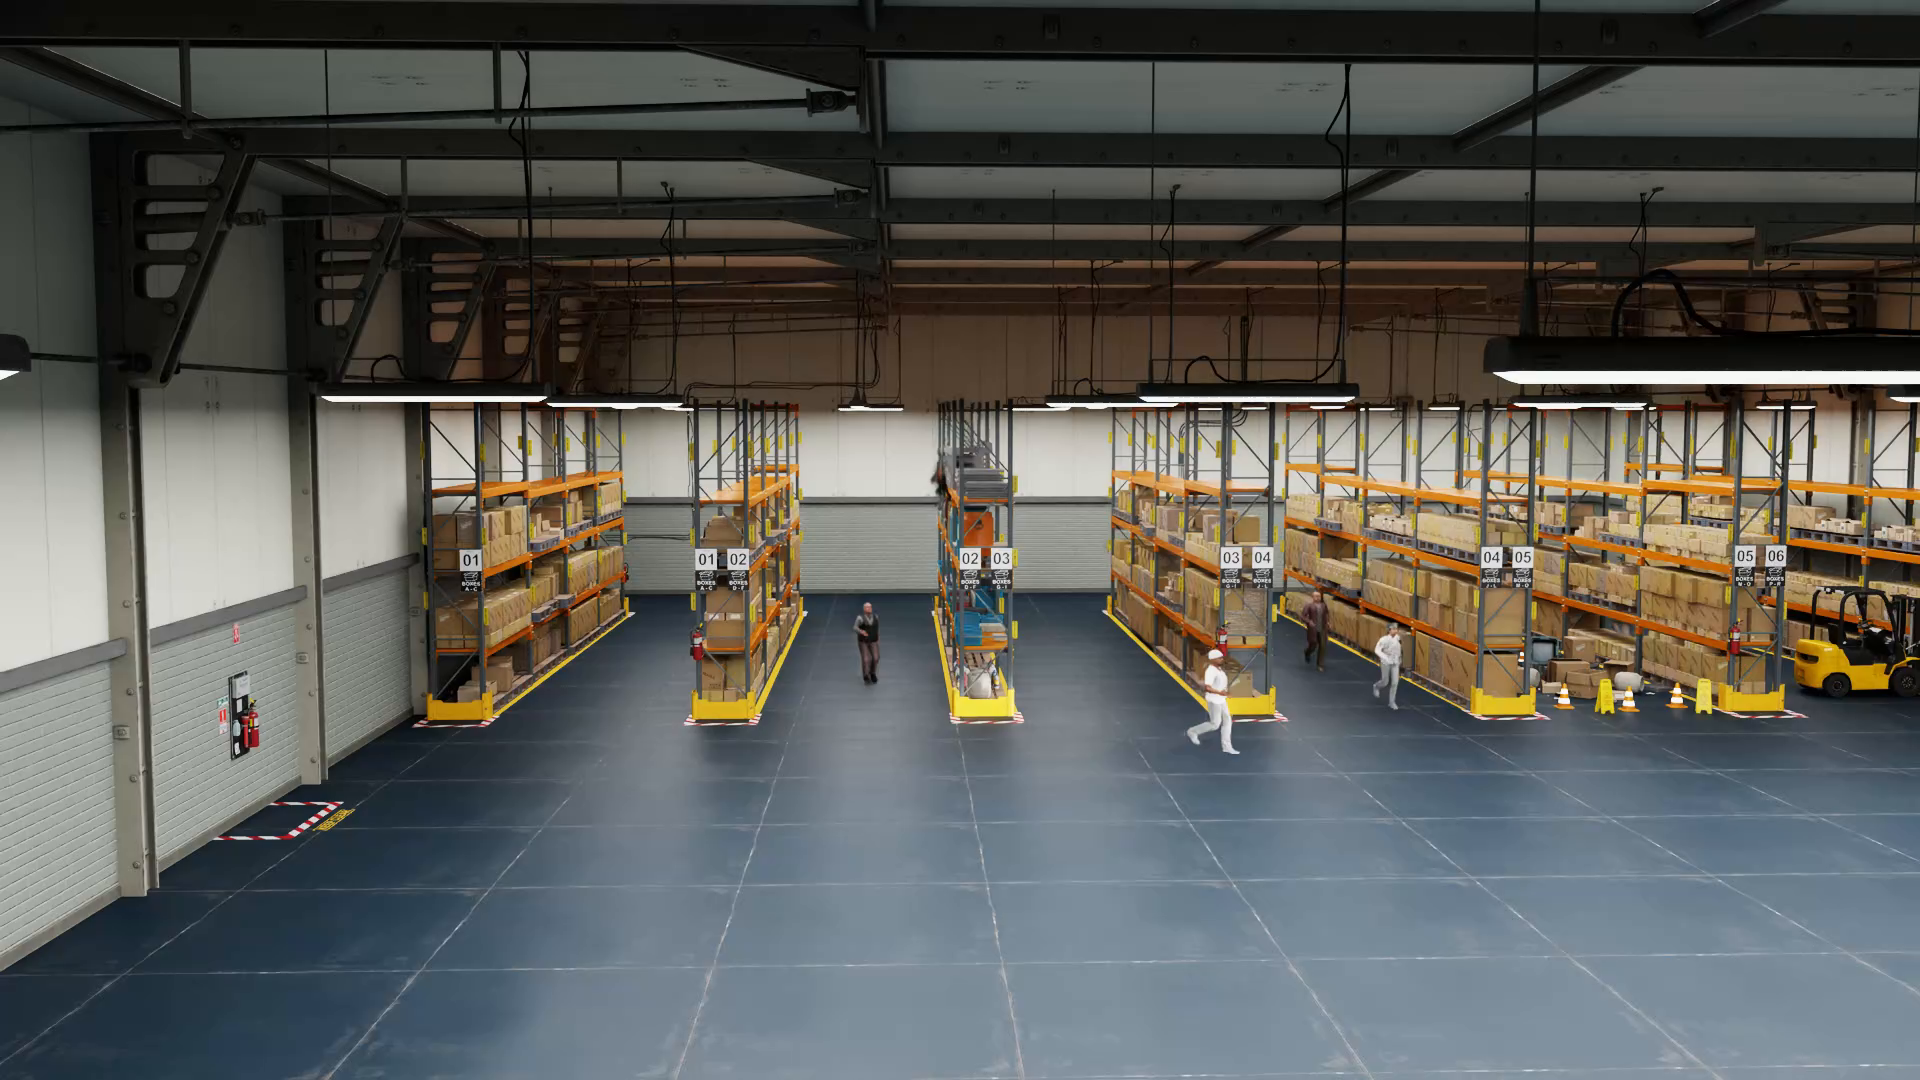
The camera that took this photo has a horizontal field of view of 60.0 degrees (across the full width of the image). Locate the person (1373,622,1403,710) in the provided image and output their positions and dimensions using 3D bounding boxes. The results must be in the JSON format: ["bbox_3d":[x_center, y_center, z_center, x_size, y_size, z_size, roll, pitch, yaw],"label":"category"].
[{"bbox_3d":[8.398,2.427,32.578,0.641,1.684,0.866,-2,5,-19],"label":"person"}]

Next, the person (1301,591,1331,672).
[{"bbox_3d":[7.959,2.024,37.132,0.720,1.759,0.962,-1,4,-9],"label":"person"}]

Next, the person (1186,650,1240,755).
[{"bbox_3d":[4.287,2.724,28.034,0.915,1.767,0.699,2,5,25],"label":"person"}]

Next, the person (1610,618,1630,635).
[{"bbox_3d":[16.369,1.742,41.166,0.646,1.697,0.654,0,4,-1],"label":"person"}]

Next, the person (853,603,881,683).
[{"bbox_3d":[-1.945,2.196,35.333,0.657,1.725,0.680,-1,5,-17],"label":"person"}]
